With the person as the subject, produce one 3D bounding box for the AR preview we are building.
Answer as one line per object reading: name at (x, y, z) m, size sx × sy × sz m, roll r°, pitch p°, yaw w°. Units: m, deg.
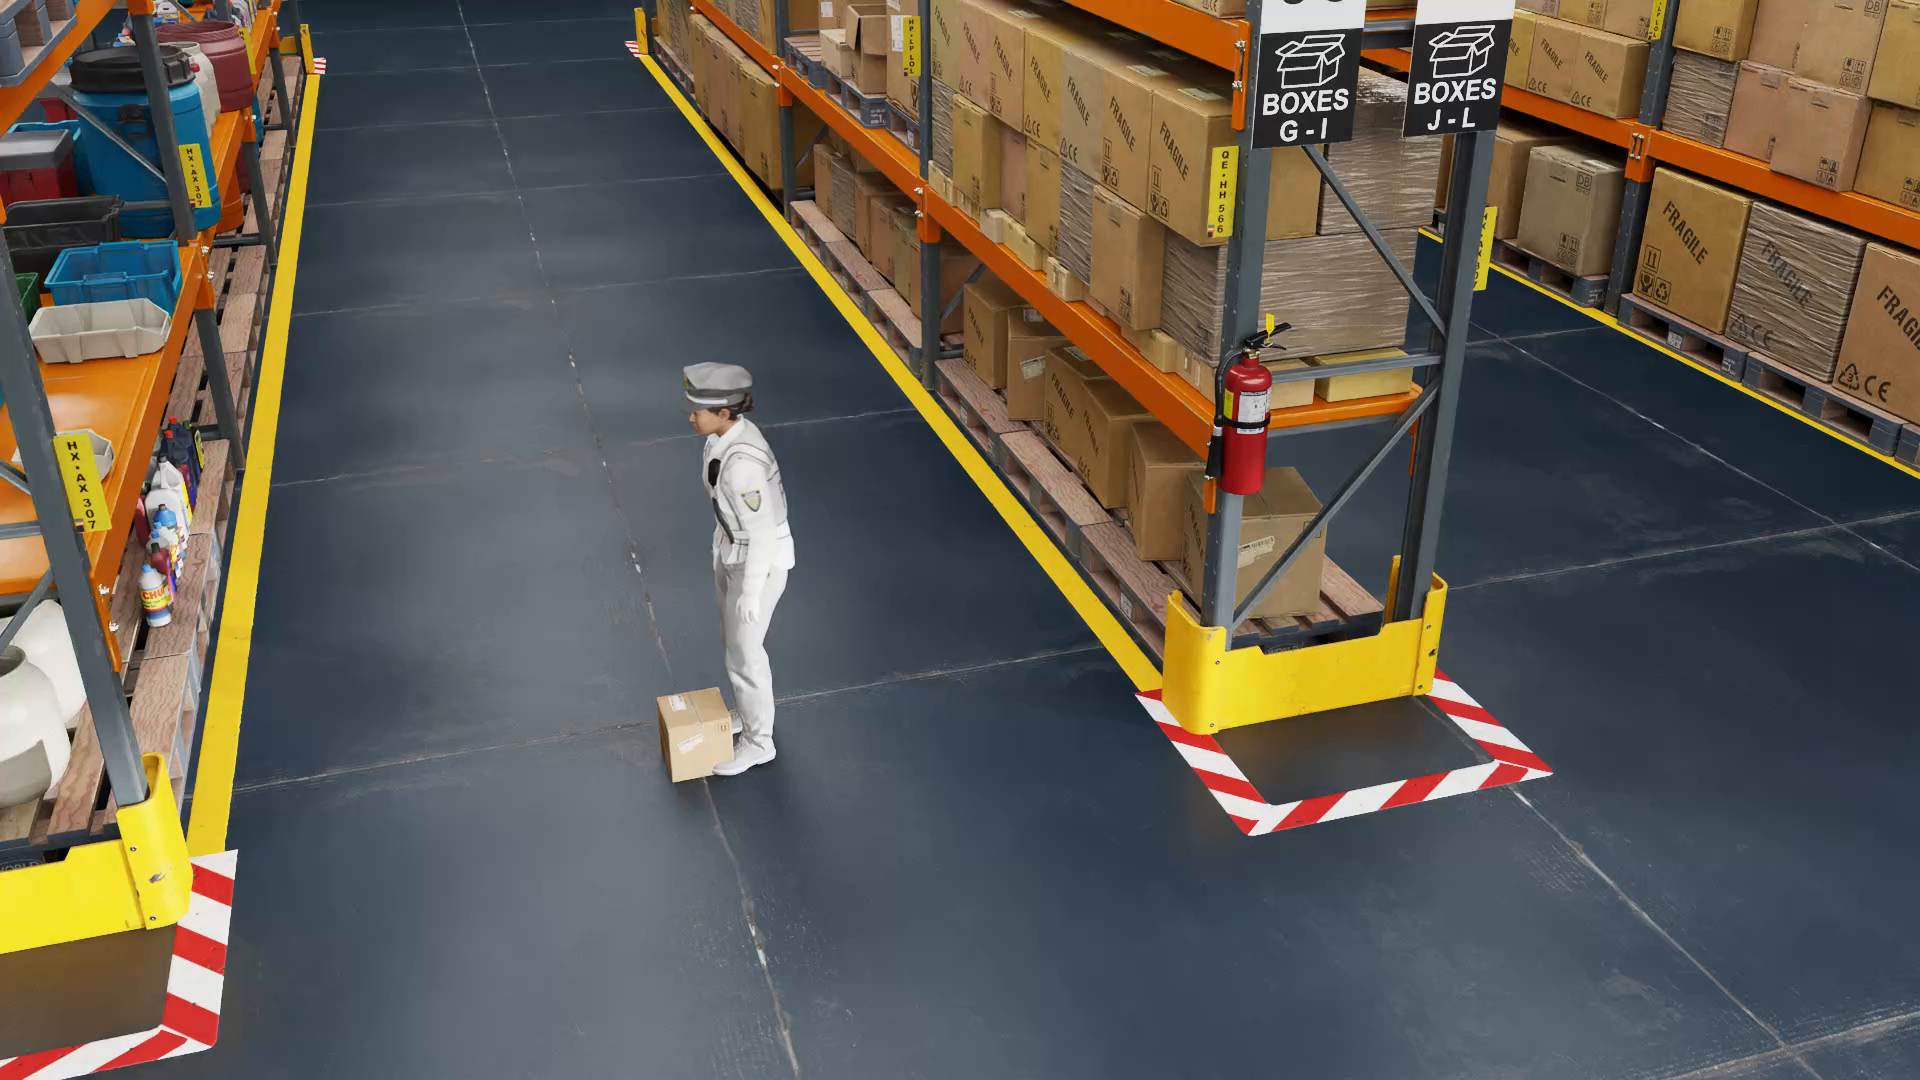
person at (-0.847, 0.109, 6.392) m, size 0.403 × 1.664 × 0.526 m, roll -8°, pitch 28°, yaw -16°
